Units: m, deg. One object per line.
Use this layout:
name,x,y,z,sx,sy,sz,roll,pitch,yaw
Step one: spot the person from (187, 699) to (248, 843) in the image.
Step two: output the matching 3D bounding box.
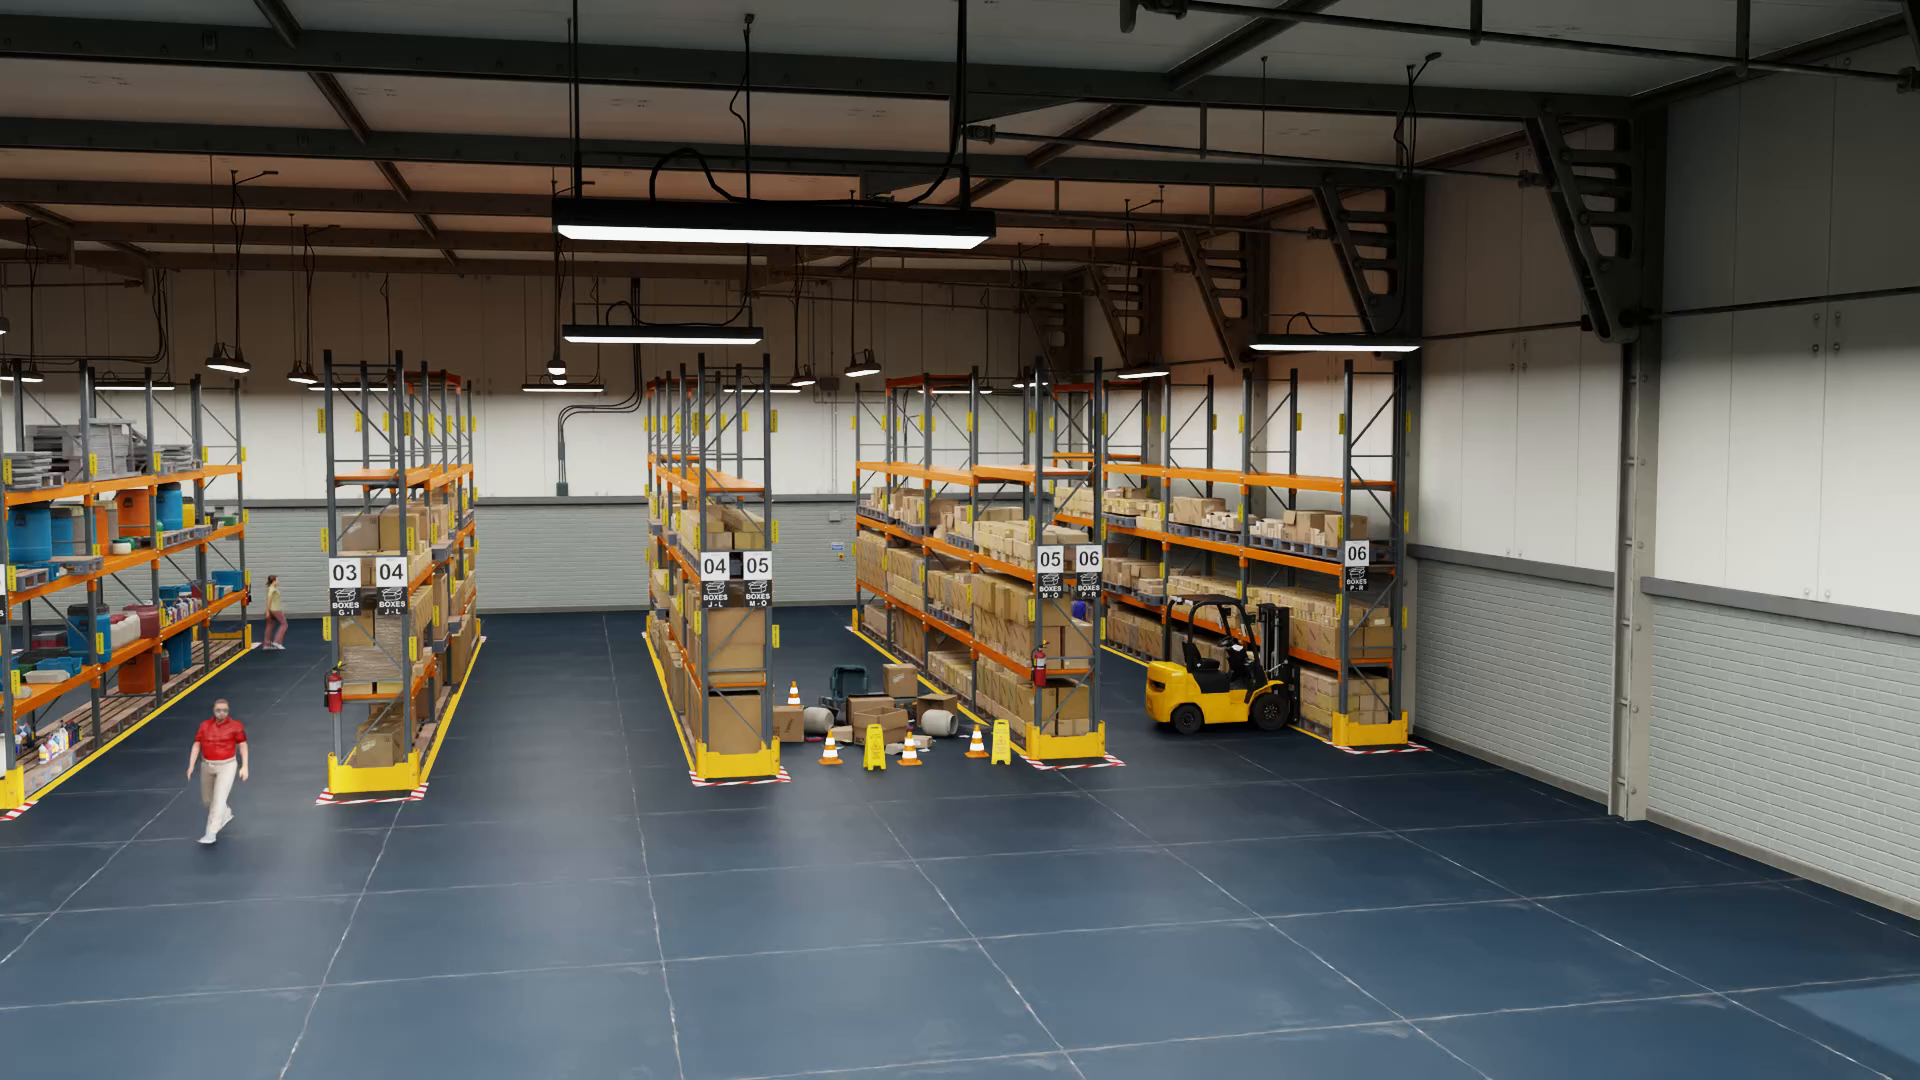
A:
person,-8.967,2.762,20.105,0.618,1.682,0.991,0,4,-5

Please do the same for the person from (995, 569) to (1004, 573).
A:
person,1.056,1.157,42.762,0.986,1.718,0.531,-1,4,-18

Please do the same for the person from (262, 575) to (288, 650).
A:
person,-15.225,1.609,36.808,0.544,1.669,0.545,2,5,32

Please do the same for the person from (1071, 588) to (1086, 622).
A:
person,2.307,1.718,33.686,0.506,1.509,0.469,-4,6,-44
